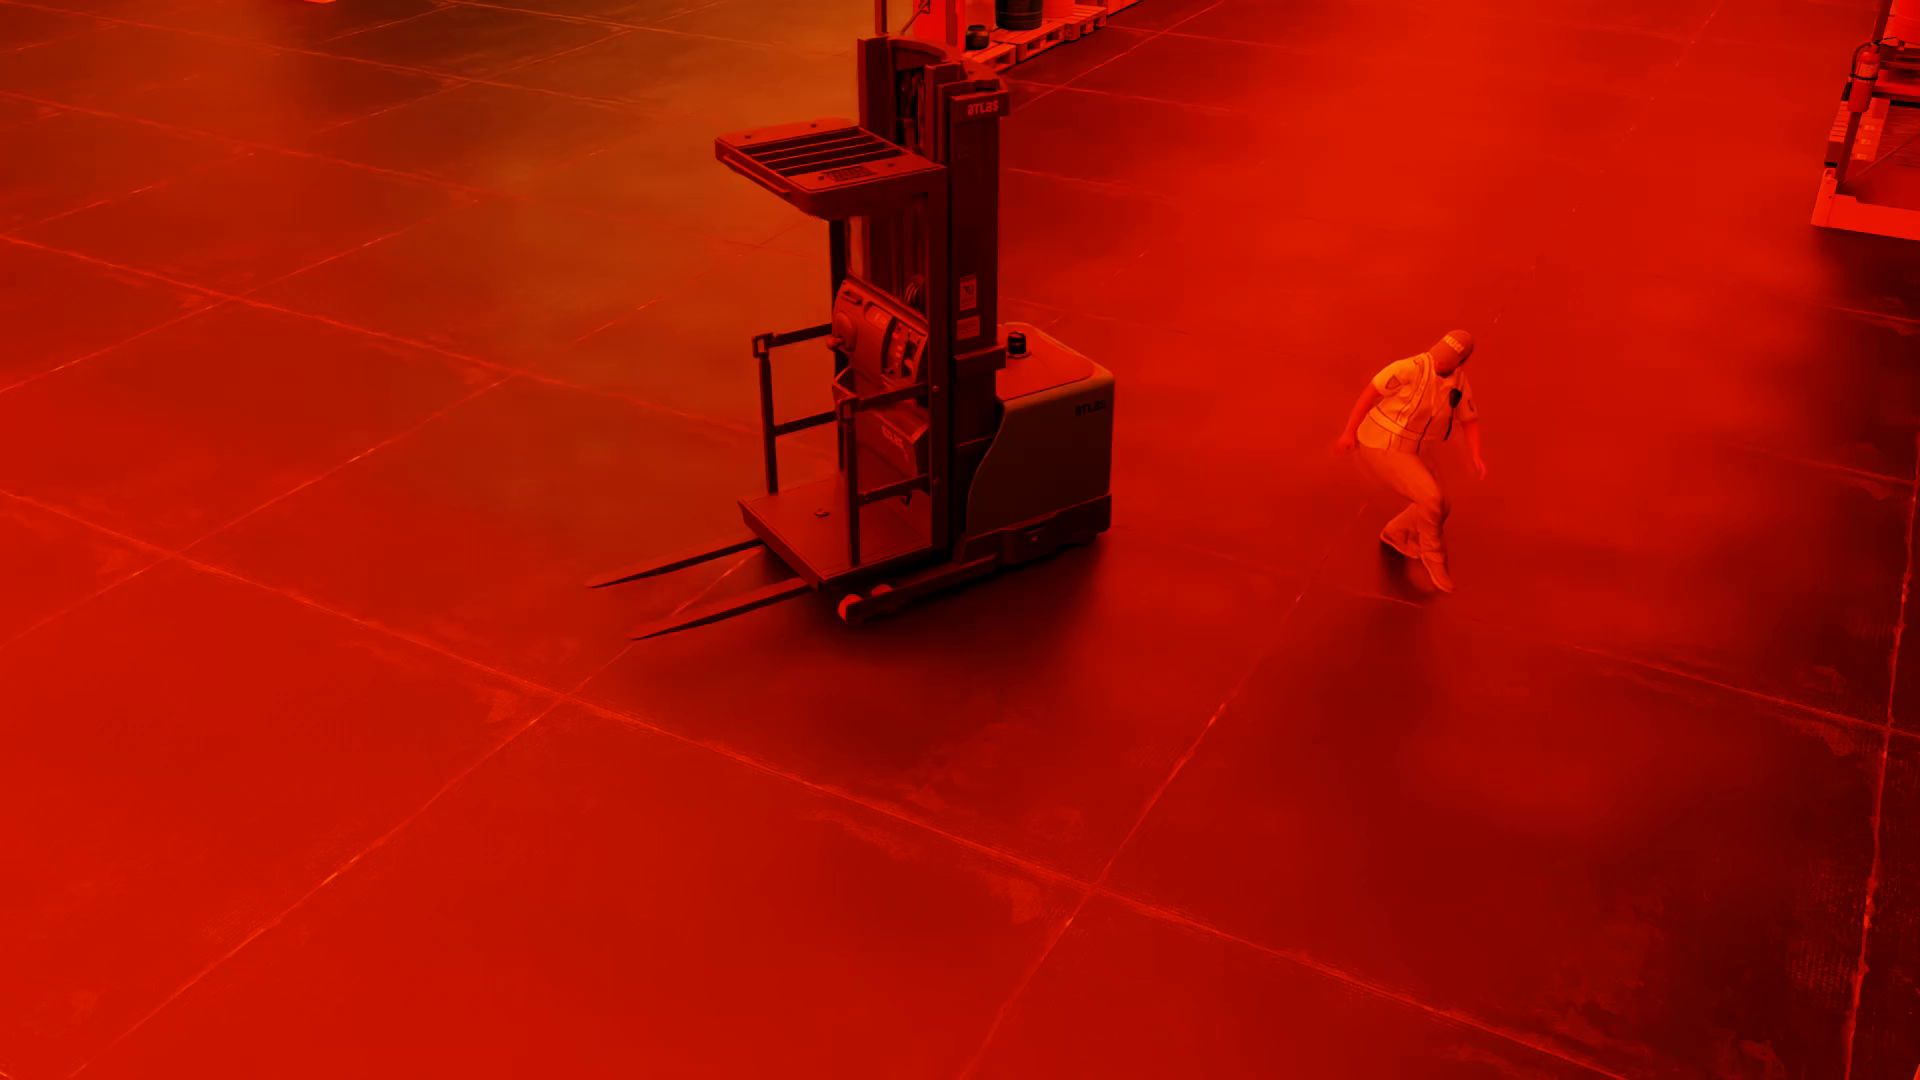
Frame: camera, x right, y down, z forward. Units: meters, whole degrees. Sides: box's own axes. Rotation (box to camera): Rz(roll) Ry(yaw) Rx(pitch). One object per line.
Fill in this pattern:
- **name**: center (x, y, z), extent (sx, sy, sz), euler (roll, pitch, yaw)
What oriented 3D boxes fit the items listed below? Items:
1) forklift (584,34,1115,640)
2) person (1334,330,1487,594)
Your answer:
- **forklift**: center (-0.614, -1.102, 8.980), extent (3.031, 2.935, 1.130), euler (-17, 34, -27)
- **person**: center (2.593, -0.472, 9.366), extent (0.703, 1.487, 0.748), euler (-18, 34, -28)
